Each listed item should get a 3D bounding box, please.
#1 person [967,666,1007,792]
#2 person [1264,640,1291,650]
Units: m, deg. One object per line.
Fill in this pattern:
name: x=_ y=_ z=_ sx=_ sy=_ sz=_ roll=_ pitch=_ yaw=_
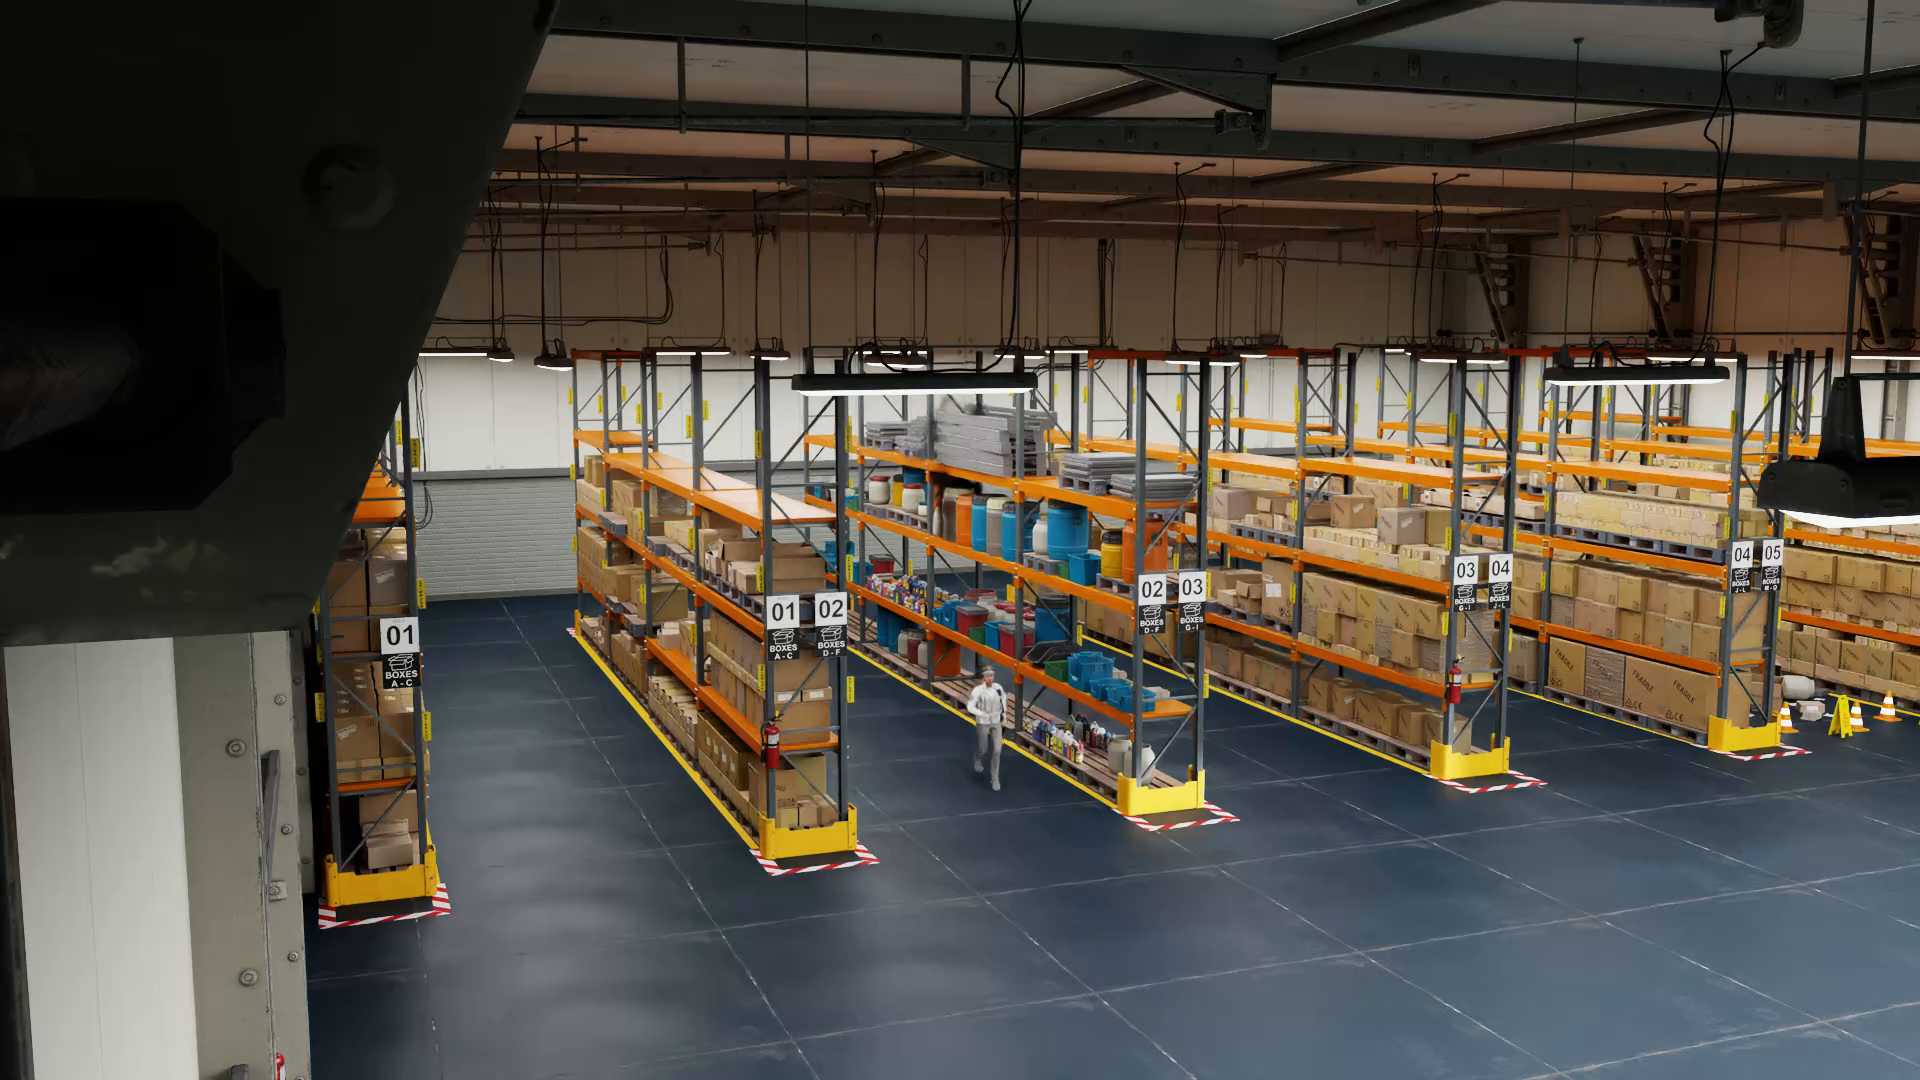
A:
person: x=0.401 y=2.594 z=23.390 sx=0.626 sy=1.706 sz=0.921 roll=-2 pitch=7 yaw=-14
person: x=6.481 y=1.307 z=33.687 sx=0.621 sy=1.729 sz=0.919 roll=-3 pitch=8 yaw=-21
